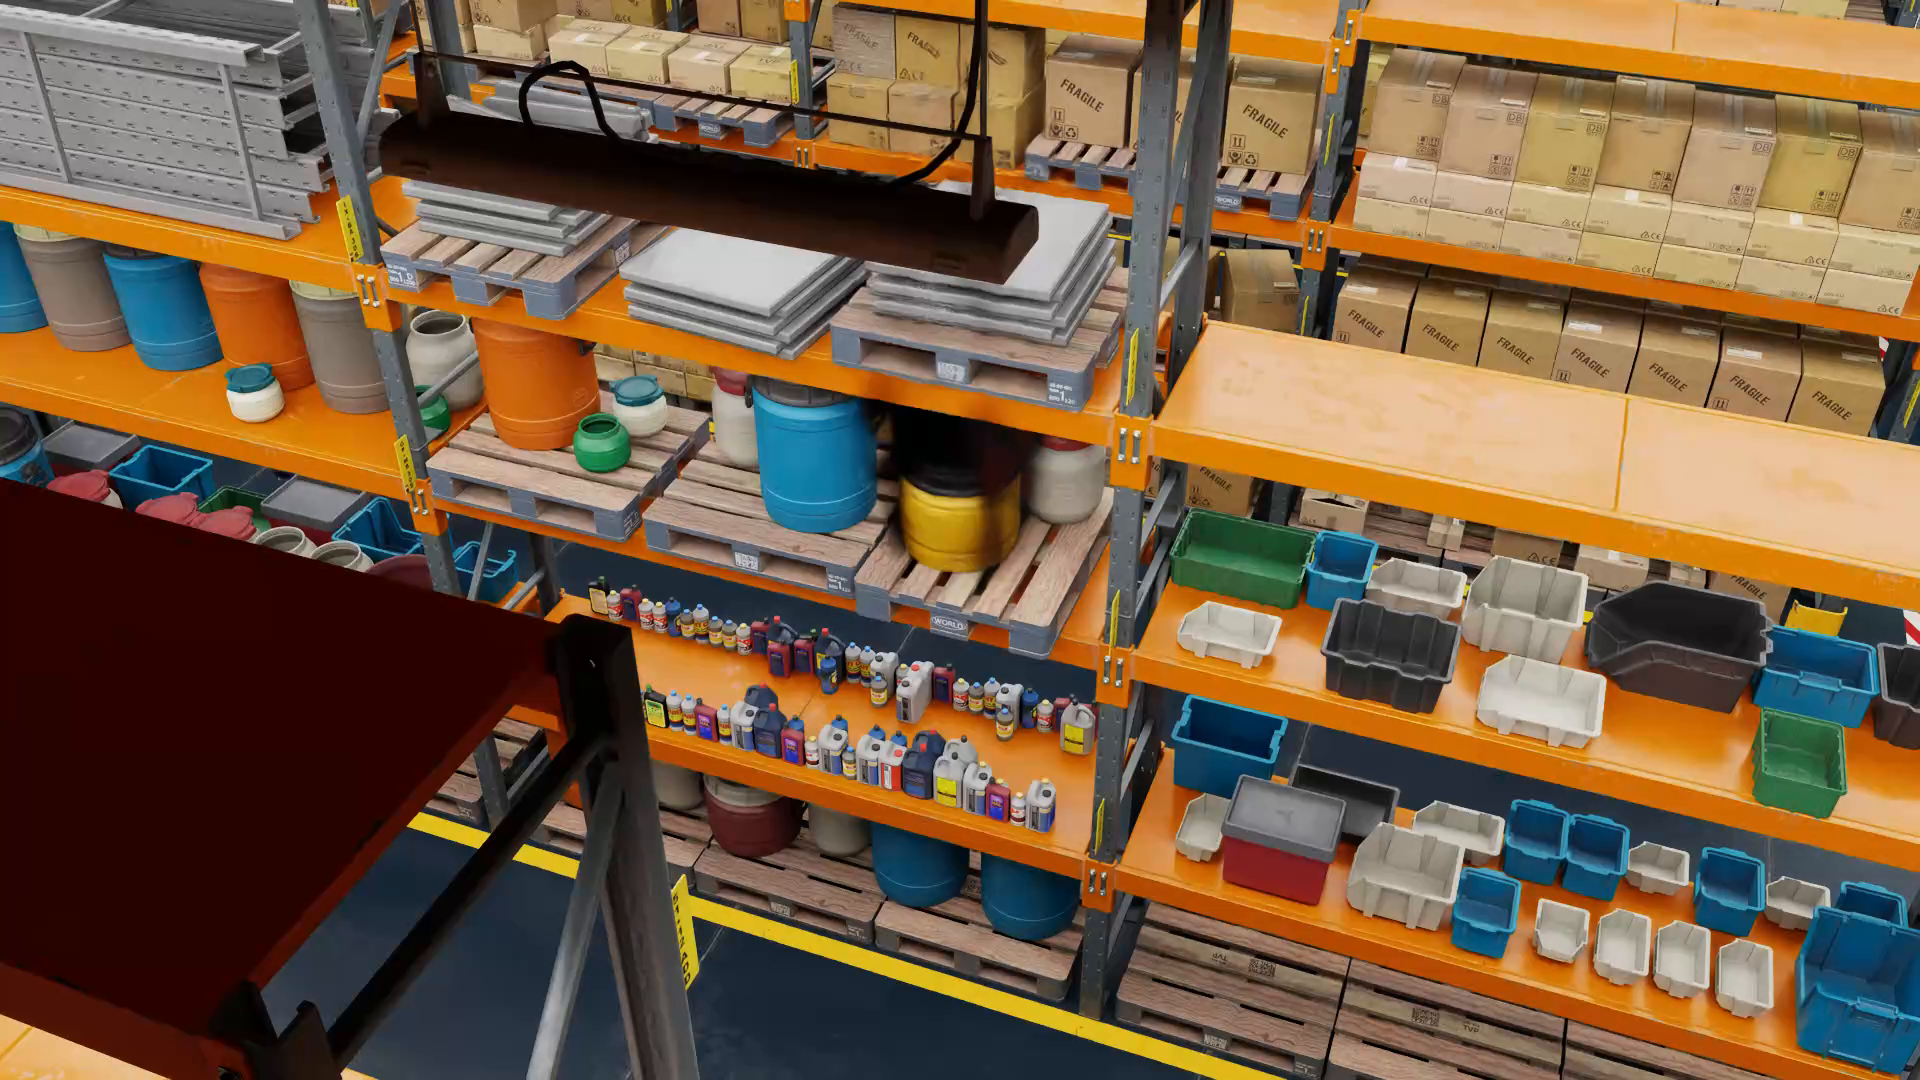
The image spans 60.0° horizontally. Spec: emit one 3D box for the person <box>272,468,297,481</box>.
[{"bbox_3d":[-5.287,-0.926,13.305,0.578,1.593,0.605,9,38,12],"label":"person"}]
